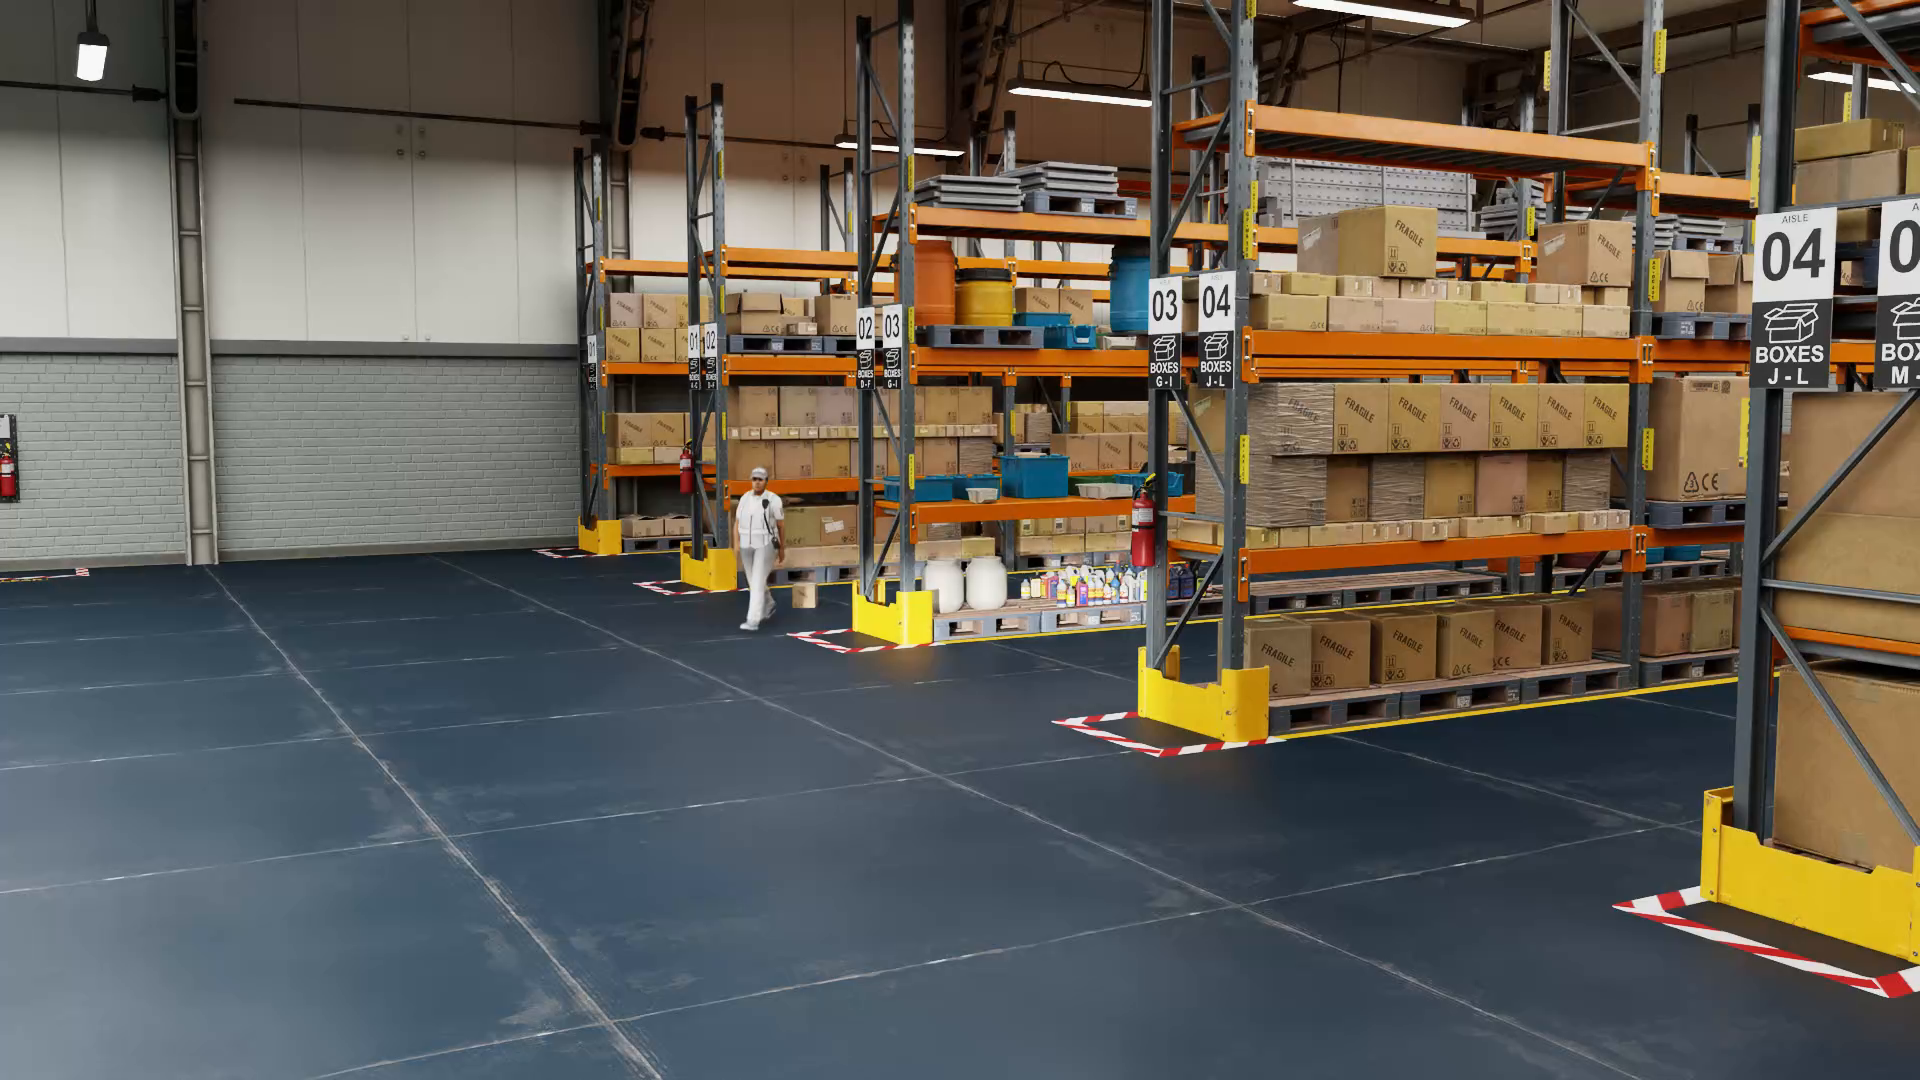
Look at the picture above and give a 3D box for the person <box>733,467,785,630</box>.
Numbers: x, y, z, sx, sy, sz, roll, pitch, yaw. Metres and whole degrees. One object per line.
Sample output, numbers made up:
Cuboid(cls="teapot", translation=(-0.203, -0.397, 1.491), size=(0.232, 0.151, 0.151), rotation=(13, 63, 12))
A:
Cuboid(cls="person", translation=(-2.040, 0.069, 16.728), size=(0.469, 1.604, 1.044), rotation=(2, 6, 22))
